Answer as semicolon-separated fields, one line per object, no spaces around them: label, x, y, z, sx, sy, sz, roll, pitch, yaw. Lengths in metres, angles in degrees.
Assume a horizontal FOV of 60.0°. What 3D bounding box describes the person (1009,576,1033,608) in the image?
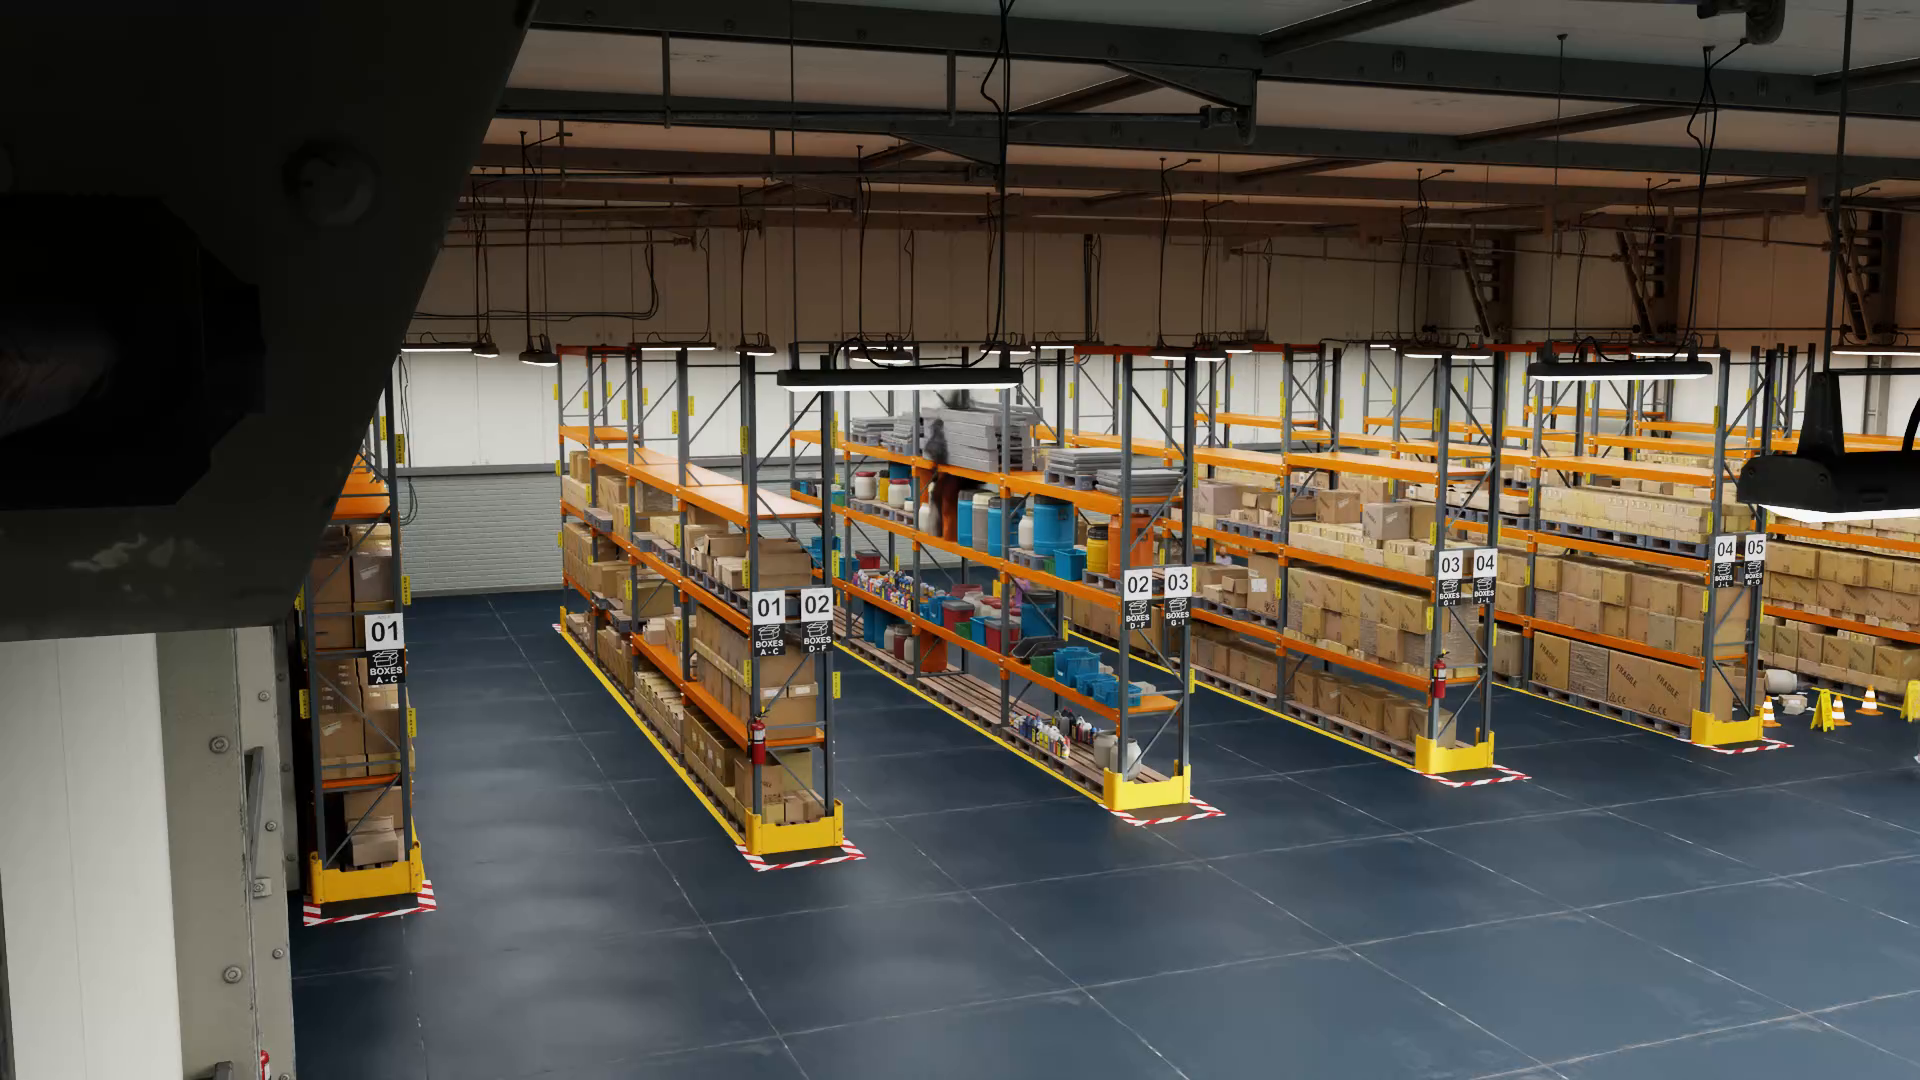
person;1.240;1.383;33.137;0.505;1.491;0.662;-5;9;-35

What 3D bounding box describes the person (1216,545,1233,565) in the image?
person;5.747;0.913;36.367;0.586;1.613;0.568;-2;8;-18
